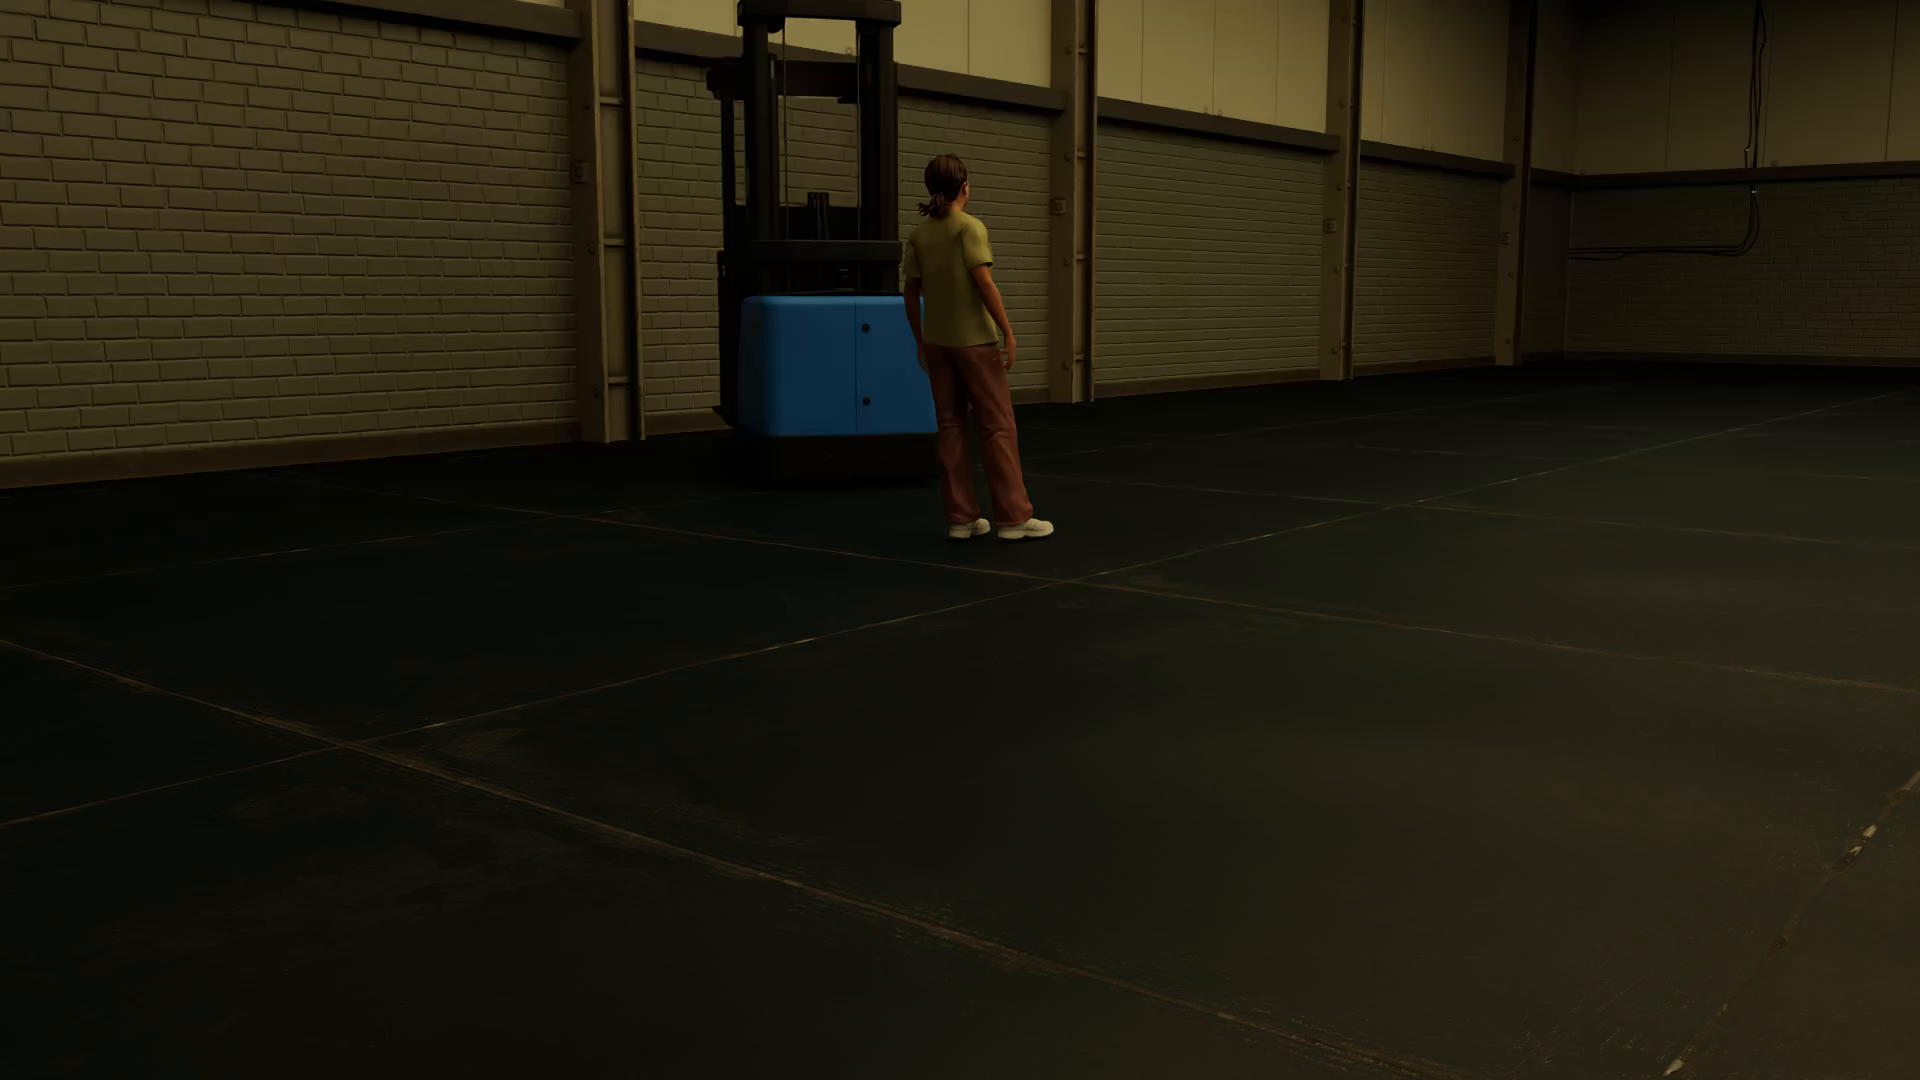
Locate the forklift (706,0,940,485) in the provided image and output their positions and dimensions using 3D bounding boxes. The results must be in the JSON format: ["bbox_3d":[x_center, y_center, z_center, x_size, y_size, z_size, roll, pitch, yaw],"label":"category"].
[{"bbox_3d":[-0.987,-1.940,10.537,1.130,2.935,3.031,-2,9,-16],"label":"forklift"}]

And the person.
[{"bbox_3d":[0.056,-0.844,7.333,0.554,1.673,0.548,7,11,38],"label":"person"}]
